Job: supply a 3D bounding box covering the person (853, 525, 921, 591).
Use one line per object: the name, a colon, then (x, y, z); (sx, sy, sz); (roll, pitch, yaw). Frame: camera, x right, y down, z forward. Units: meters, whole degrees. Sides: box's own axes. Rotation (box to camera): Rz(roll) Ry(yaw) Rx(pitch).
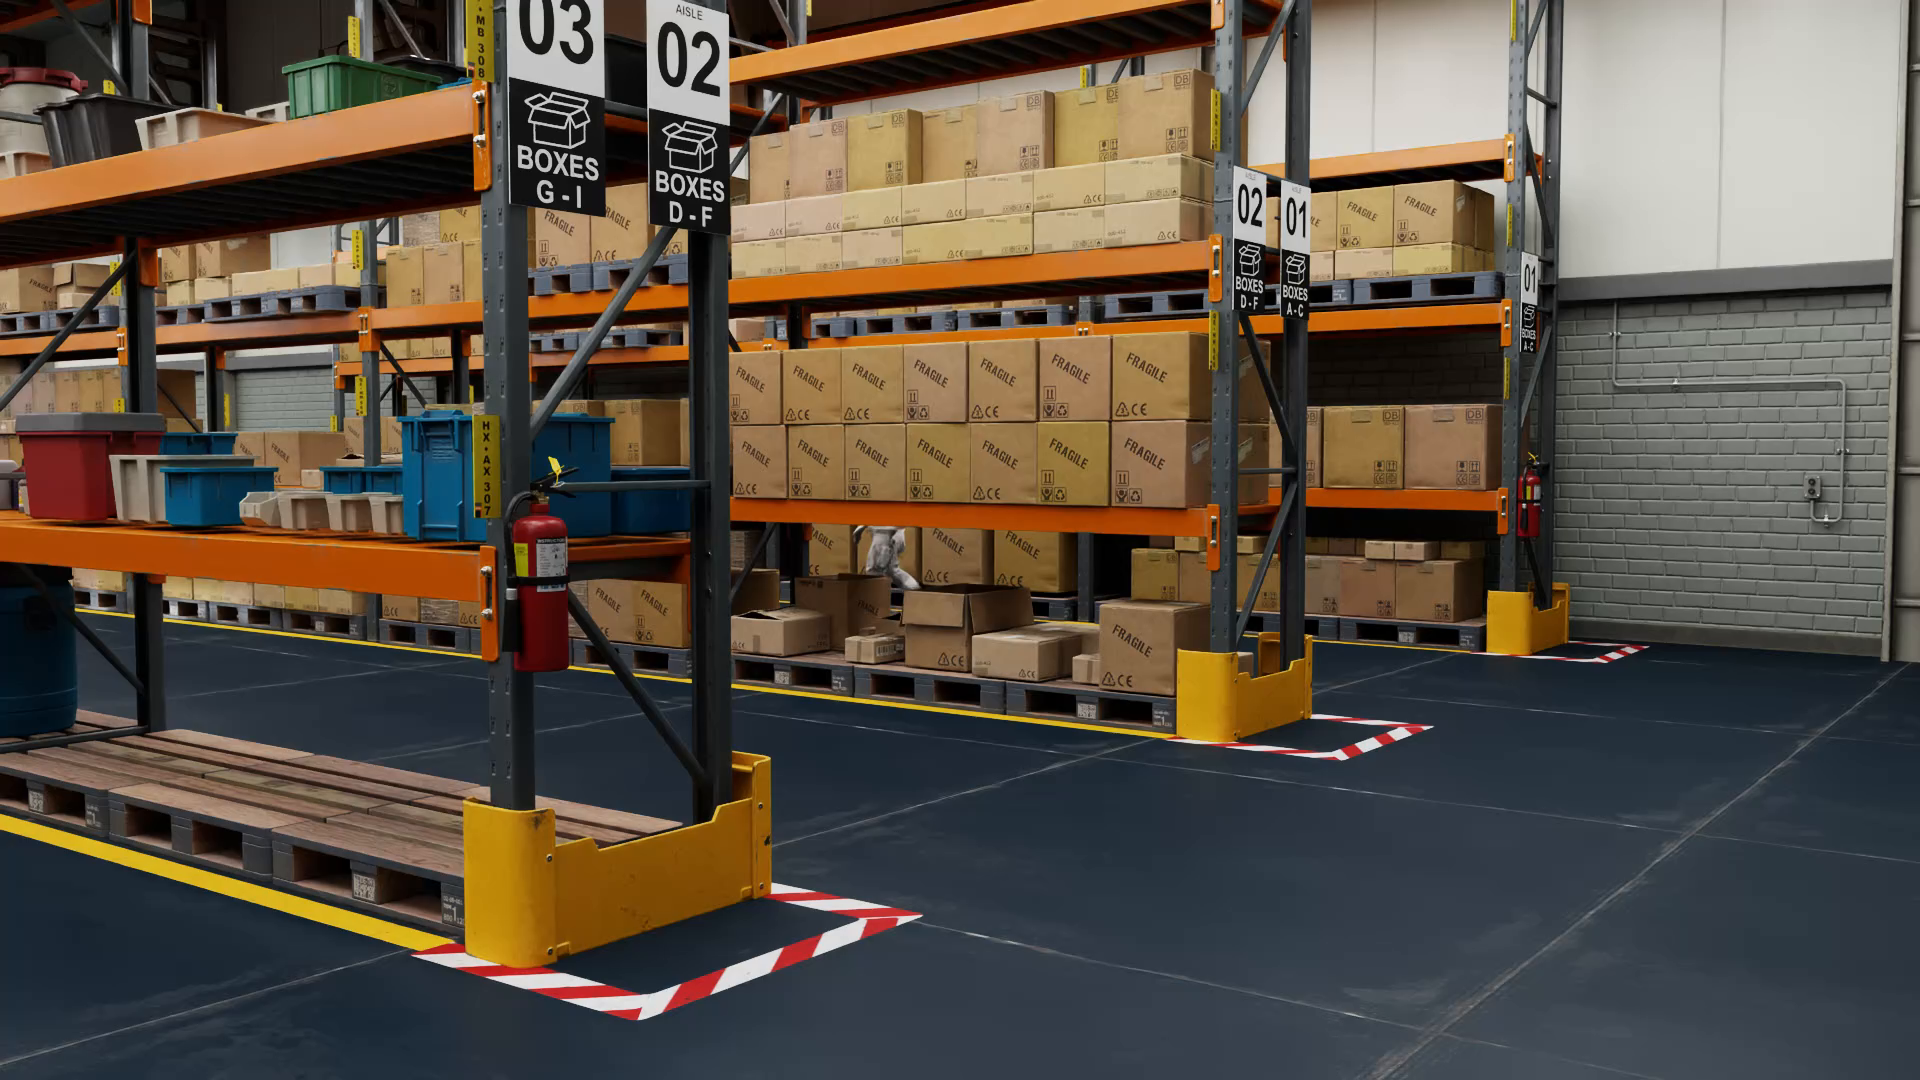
person: (-0.685, -0.082, 15.217); (0.921, 1.773, 0.639); (-1, 3, -22)
